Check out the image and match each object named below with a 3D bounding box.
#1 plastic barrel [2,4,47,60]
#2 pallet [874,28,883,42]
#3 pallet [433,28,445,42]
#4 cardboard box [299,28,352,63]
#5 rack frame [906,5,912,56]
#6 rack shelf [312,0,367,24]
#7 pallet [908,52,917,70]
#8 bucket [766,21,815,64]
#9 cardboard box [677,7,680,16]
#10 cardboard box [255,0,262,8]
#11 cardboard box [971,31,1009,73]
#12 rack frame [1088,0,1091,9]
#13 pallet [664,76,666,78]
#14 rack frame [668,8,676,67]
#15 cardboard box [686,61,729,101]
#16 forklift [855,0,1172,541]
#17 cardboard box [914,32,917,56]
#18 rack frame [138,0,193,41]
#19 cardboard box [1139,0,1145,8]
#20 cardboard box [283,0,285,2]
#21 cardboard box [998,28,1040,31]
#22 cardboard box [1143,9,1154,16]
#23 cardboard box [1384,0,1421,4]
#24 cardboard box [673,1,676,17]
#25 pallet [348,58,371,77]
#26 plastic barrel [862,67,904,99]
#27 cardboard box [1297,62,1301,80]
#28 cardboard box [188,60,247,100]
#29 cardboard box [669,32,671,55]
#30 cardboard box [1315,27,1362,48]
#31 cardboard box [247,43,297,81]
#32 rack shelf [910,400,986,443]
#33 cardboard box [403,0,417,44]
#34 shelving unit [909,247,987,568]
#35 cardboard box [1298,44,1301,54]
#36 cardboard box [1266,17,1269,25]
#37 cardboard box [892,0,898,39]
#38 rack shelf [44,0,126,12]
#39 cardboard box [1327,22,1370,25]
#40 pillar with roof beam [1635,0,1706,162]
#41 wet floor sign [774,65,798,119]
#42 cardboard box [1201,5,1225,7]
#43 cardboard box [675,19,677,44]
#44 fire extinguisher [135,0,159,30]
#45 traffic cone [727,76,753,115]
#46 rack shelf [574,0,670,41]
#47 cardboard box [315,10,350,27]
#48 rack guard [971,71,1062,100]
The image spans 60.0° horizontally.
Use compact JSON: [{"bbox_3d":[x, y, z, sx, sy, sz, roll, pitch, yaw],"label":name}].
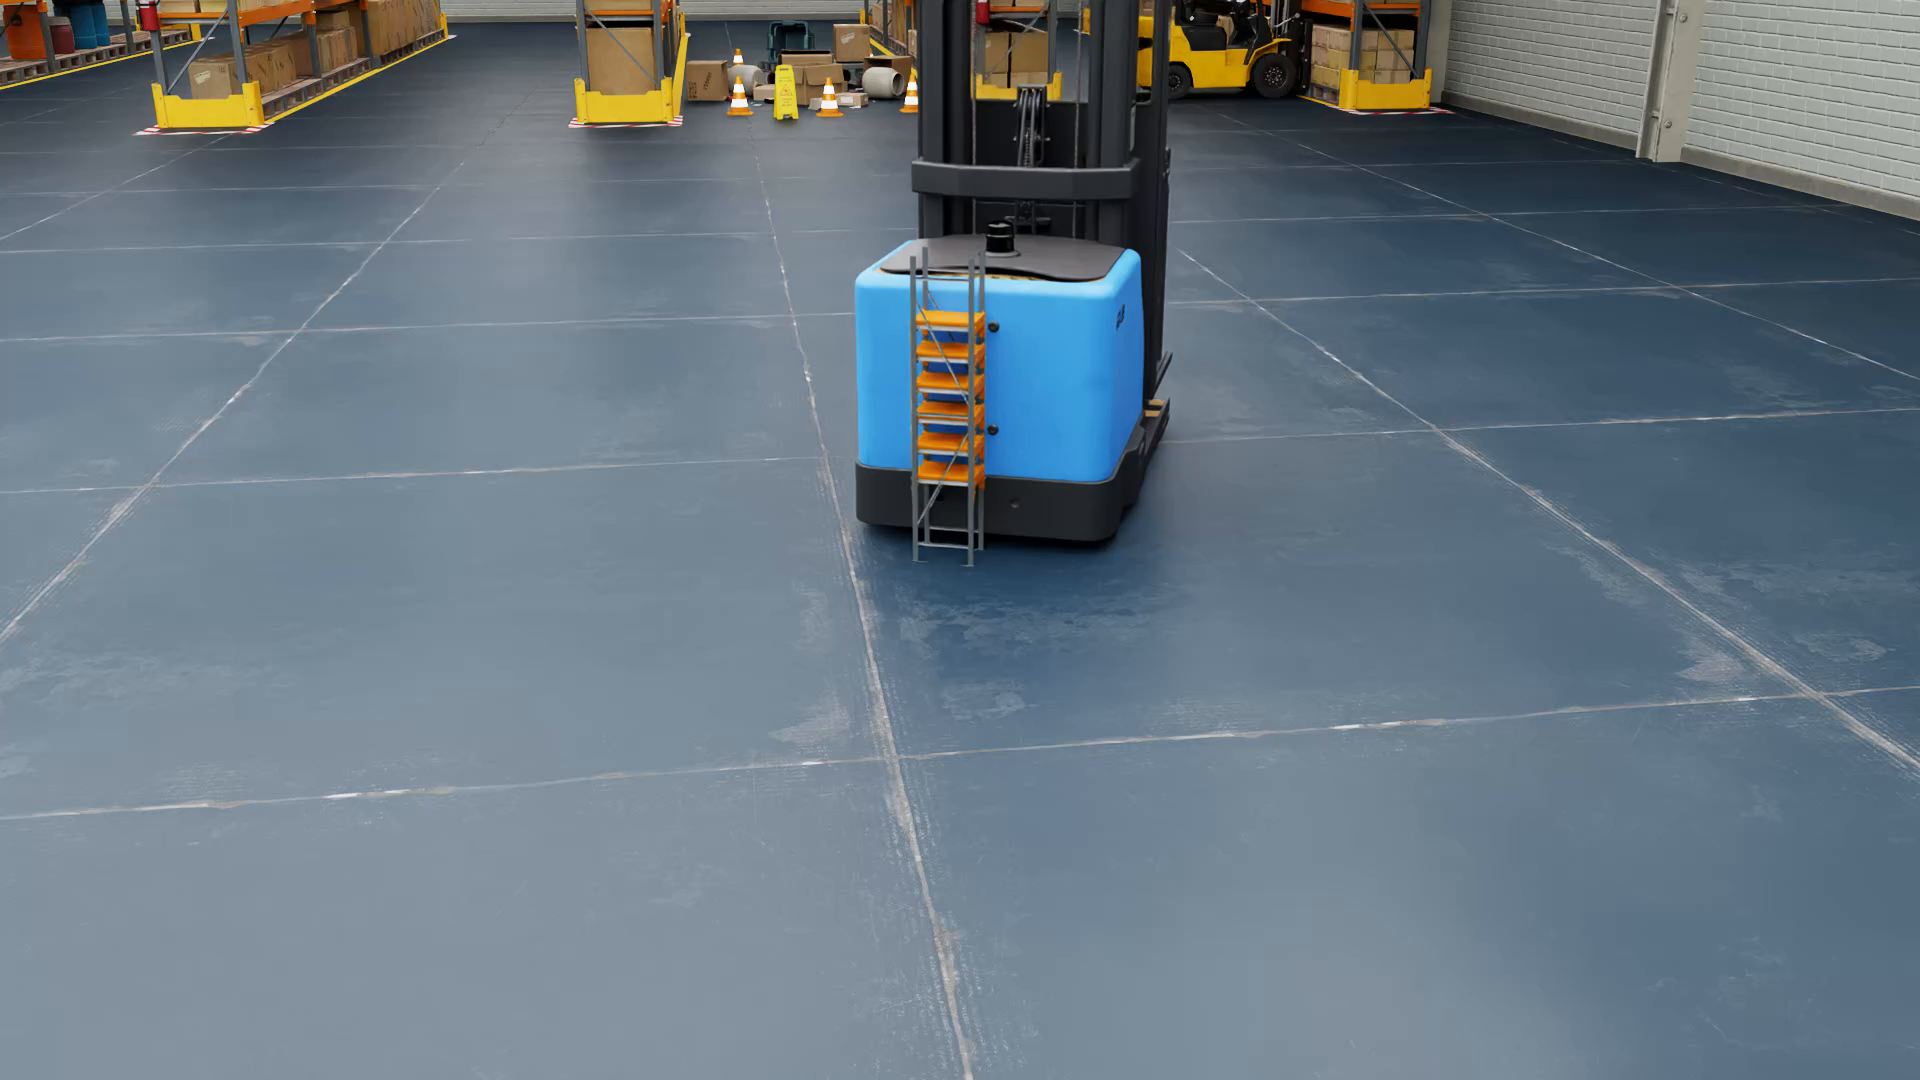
[{"bbox_3d":[-15.222,-8.287,27.119,0.600,0.830,0.708,-3,21,-8],"label":"plastic barrel"},{"bbox_3d":[-1.215,-10.457,34.414,1.003,0.211,1.213,-3,21,-8],"label":"pallet"},{"bbox_3d":[-11.194,-10.379,34.204,1.003,0.211,1.213,-3,21,-8],"label":"pallet"},{"bbox_3d":[-10.025,-7.801,26.260,0.700,0.500,0.500,-5,21,-12],"label":"cardboard box"},{"bbox_3d":[-0.427,-9.688,28.369,1.000,3.000,0.127,-3,21,-8],"label":"rack frame"},{"bbox_3d":[-9.946,-8.159,25.302,1.077,0.370,4.000,-3,21,-8],"label":"rack shelf"},{"bbox_3d":[-0.316,-8.111,28.132,1.003,0.211,1.213,-3,21,-8],"label":"pallet"},{"bbox_3d":[-2.433,-7.267,24.391,0.726,0.611,0.620,4,11,11],"label":"bucket"},{"bbox_3d":[-5.926,-10.787,33.934,0.380,0.149,0.250,-2,21,-6],"label":"cardboard box"},{"bbox_3d":[-9.010,-6.759,20.885,0.380,0.149,0.250,-3,21,-8],"label":"cardboard box"},{"bbox_3d":[0.352,-6.443,21.937,0.500,0.500,0.500,-3,21,-7],"label":"cardboard box"},{"bbox_3d":[3.331,-12.710,36.459,1.000,3.000,0.127,-3,21,-8],"label":"rack frame"},{"bbox_3d":[-4.702,-6.445,23.671,1.003,0.211,1.213,-3,21,-8],"label":"pallet"},{"bbox_3d":[-5.311,-9.404,27.607,1.000,3.000,0.127,-3,21,-8],"label":"rack frame"},{"bbox_3d":[-3.495,-6.363,23.035,0.500,0.500,0.500,1,20,2],"label":"cardboard box"},{"bbox_3d":[0.410,-1.850,7.481,1.130,2.935,3.031,5,21,12],"label":"forklift"},{"bbox_3d":[-0.241,-8.203,27.547,0.950,0.372,0.625,-3,21,-9],"label":"cardboard box"},{"bbox_3d":[-16.288,-11.709,33.778,1.000,3.000,0.127,-3,21,-8],"label":"rack frame"},{"bbox_3d":[3.696,-10.517,32.633,0.380,0.149,0.250,-2,21,-5],"label":"cardboard box"},{"bbox_3d":[-9.280,-7.276,22.268,0.380,0.149,0.250,-3,21,-8],"label":"cardboard box"},{"bbox_3d":[0.800,-6.661,22.520,0.500,0.500,0.500,-4,21,-10],"label":"cardboard box"},{"bbox_3d":[3.841,-9.988,32.143,0.500,0.500,0.500,-3,21,-8],"label":"cardboard box"},{"bbox_3d":[5.841,-7.402,22.106,0.500,0.500,0.500,-2,21,-6],"label":"cardboard box"},{"bbox_3d":[-5.379,-9.560,29.925,0.500,0.250,0.500,-4,21,-10],"label":"cardboard box"},{"bbox_3d":[-10.123,-7.612,26.794,1.003,0.211,1.213,-3,21,-8],"label":"pallet"},{"bbox_3d":[-1.070,-6.350,23.114,0.512,0.421,0.421,12,24,30],"label":"plastic barrel"},{"bbox_3d":[5.034,-6.751,23.833,0.500,0.250,0.500,-2,21,-6],"label":"cardboard box"},{"bbox_3d":[-9.154,-5.661,20.560,0.500,0.500,0.500,1,20,2],"label":"cardboard box"},{"bbox_3d":[-5.312,-8.331,27.350,1.050,0.750,0.750,-3,21,-8],"label":"cardboard box"},{"bbox_3d":[5.183,-6.867,22.716,0.500,0.250,0.500,-3,21,-7],"label":"cardboard box"},{"bbox_3d":[-9.639,-6.689,23.310,0.500,0.500,0.500,-4,21,-9],"label":"cardboard box"},{"bbox_3d":[-0.045,-0.454,6.345,0.258,0.103,0.180,5,21,12],"label":"rack shelf"},{"bbox_3d":[-10.698,-9.554,30.446,1.225,0.875,0.875,-3,21,-8],"label":"cardboard box"},{"bbox_3d":[-0.045,-0.496,6.329,0.258,1.200,0.189,5,21,12],"label":"shelving unit"},{"bbox_3d":[5.032,-6.991,23.762,0.500,0.250,0.500,-3,21,-8],"label":"cardboard box"},{"bbox_3d":[4.820,-7.749,25.076,0.500,0.250,0.500,-3,21,-9],"label":"cardboard box"},{"bbox_3d":[-0.835,-10.064,31.811,0.875,0.875,0.875,-2,21,-6],"label":"cardboard box"},{"bbox_3d":[-15.423,-9.294,28.342,1.077,0.370,4.000,-3,21,-8],"label":"rack shelf"},{"bbox_3d":[5.551,-7.247,23.734,0.500,0.250,0.500,-3,21,-9],"label":"cardboard box"},{"bbox_3d":[3.034,-7.973,15.201,9.100,9.000,0.400,-3,21,-8],"label":"pillar with roof beam"},{"bbox_3d":[-2.194,-5.621,20.843,0.267,0.644,0.232,-7,21,-17],"label":"wet floor sign"},{"bbox_3d":[4.643,-9.740,30.553,0.380,0.149,0.250,-4,21,-10],"label":"cardboard box"},{"bbox_3d":[-5.388,-9.215,30.075,0.500,0.500,0.500,-3,21,-9],"label":"cardboard box"},{"bbox_3d":[-9.520,-6.320,19.460,0.296,0.674,0.183,-3,21,-8],"label":"fire extinguisher"},{"bbox_3d":[-2.829,-5.701,21.319,0.336,0.463,0.334,-3,21,-8],"label":"traffic cone"},{"bbox_3d":[-4.446,-6.989,22.171,1.077,0.370,4.000,-3,21,-8],"label":"rack shelf"},{"bbox_3d":[-10.108,-8.344,26.643,0.500,0.250,0.500,-2,21,-6],"label":"cardboard box"},{"bbox_3d":[0.715,-5.774,21.461,1.175,0.500,0.348,-3,21,-8],"label":"rack guard"}]
